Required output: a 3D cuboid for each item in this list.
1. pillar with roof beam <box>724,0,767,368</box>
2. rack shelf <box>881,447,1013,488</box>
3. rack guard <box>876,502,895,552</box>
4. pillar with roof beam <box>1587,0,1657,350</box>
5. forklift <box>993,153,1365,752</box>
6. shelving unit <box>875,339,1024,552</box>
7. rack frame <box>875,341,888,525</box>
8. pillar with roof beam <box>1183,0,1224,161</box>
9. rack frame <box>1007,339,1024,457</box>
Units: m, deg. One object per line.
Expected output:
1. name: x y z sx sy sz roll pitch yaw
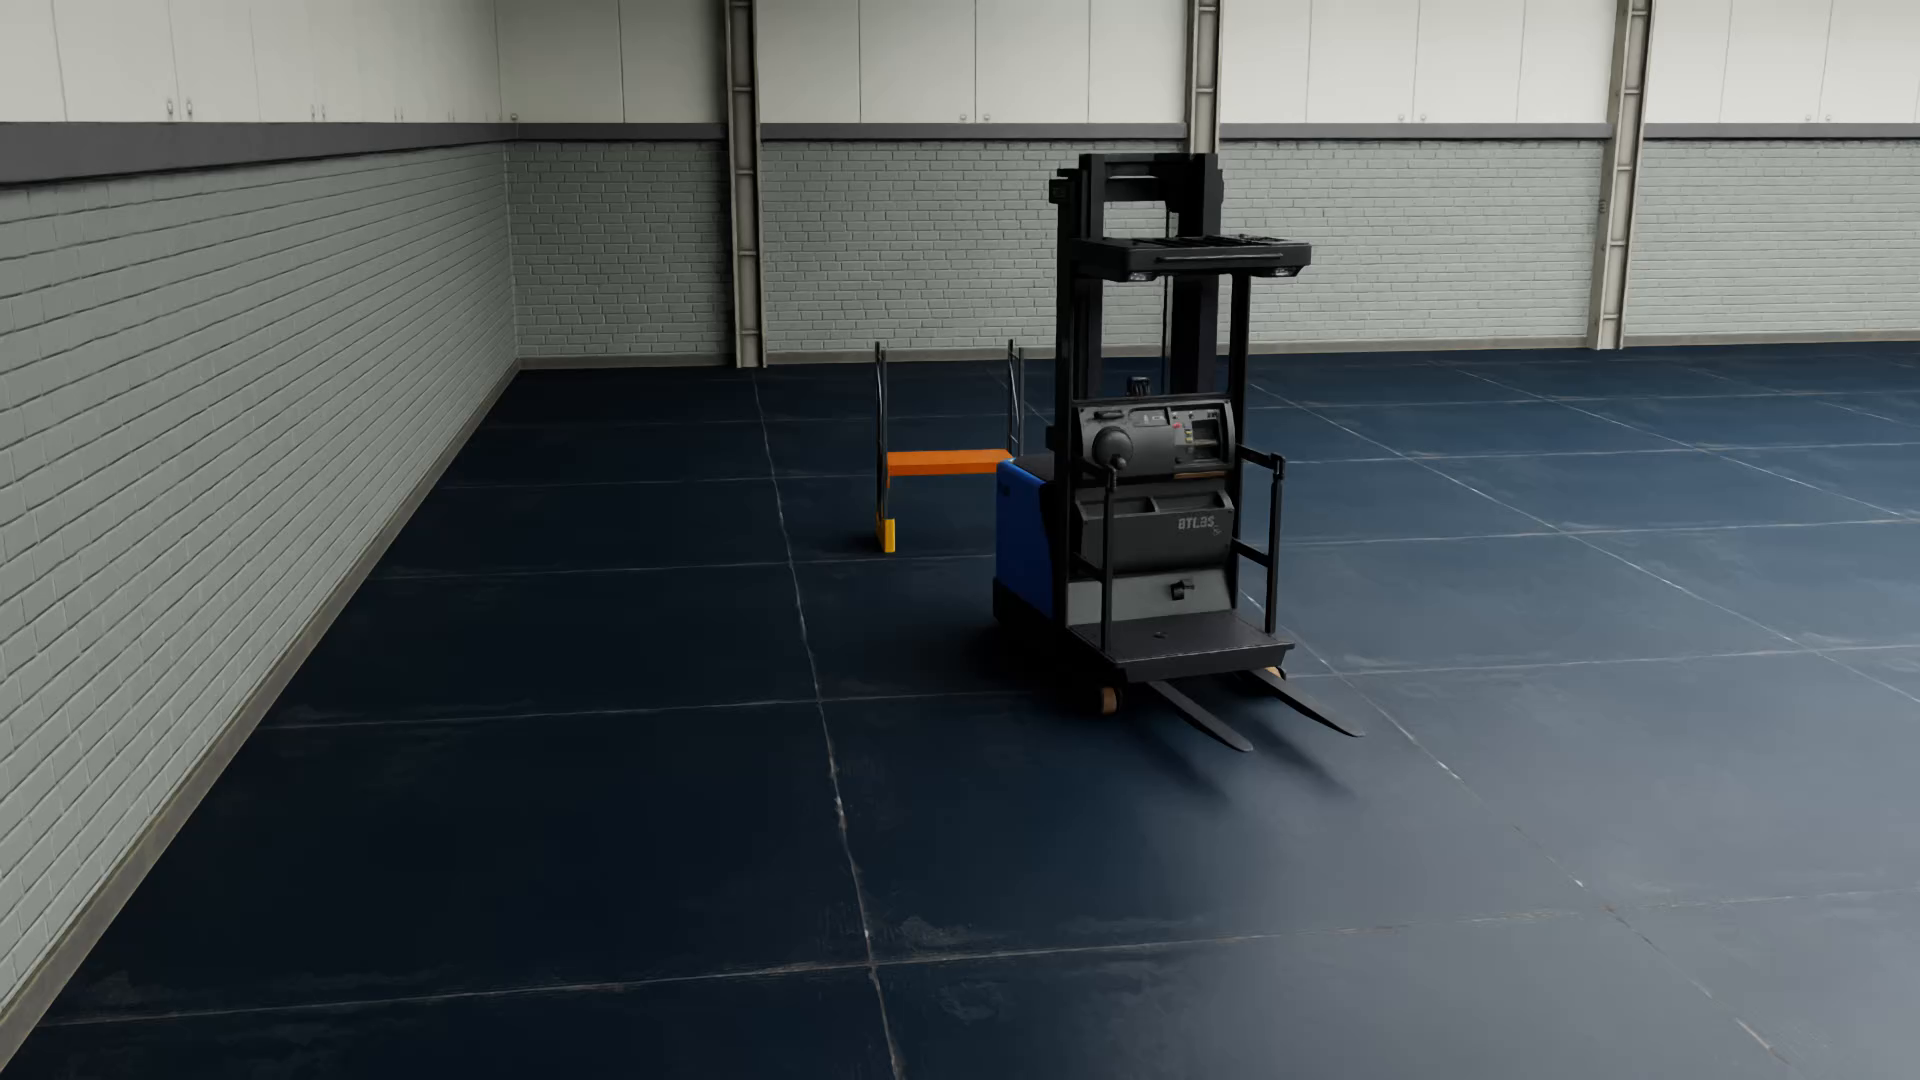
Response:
1. pillar with roof beam: -2.099 -5.613 16.603 0.400 9.000 9.100 -2 14 -8
2. rack shelf: -0.084 -0.550 12.571 1.000 0.185 0.538 -2 14 -8
3. rack guard: -0.568 -0.100 12.608 0.087 0.250 0.587 -2 14 -8
4. pillar with roof beam: 9.767 -6.048 18.337 0.400 9.000 9.100 -2 14 -8
5. forklift: 1.162 -0.585 9.029 1.130 2.935 3.031 -5 15 -18
6. shelving unit: -0.075 -0.725 12.528 1.083 1.500 0.587 -2 14 -8
7. rack frame: -0.587 -0.706 12.454 0.032 1.500 0.500 -2 14 -8
8. pillar with roof beam: 3.834 -5.830 17.470 0.400 9.000 9.100 -2 14 -8
9. rack frame: 0.418 -0.743 12.601 0.032 1.500 0.500 -2 14 -8
